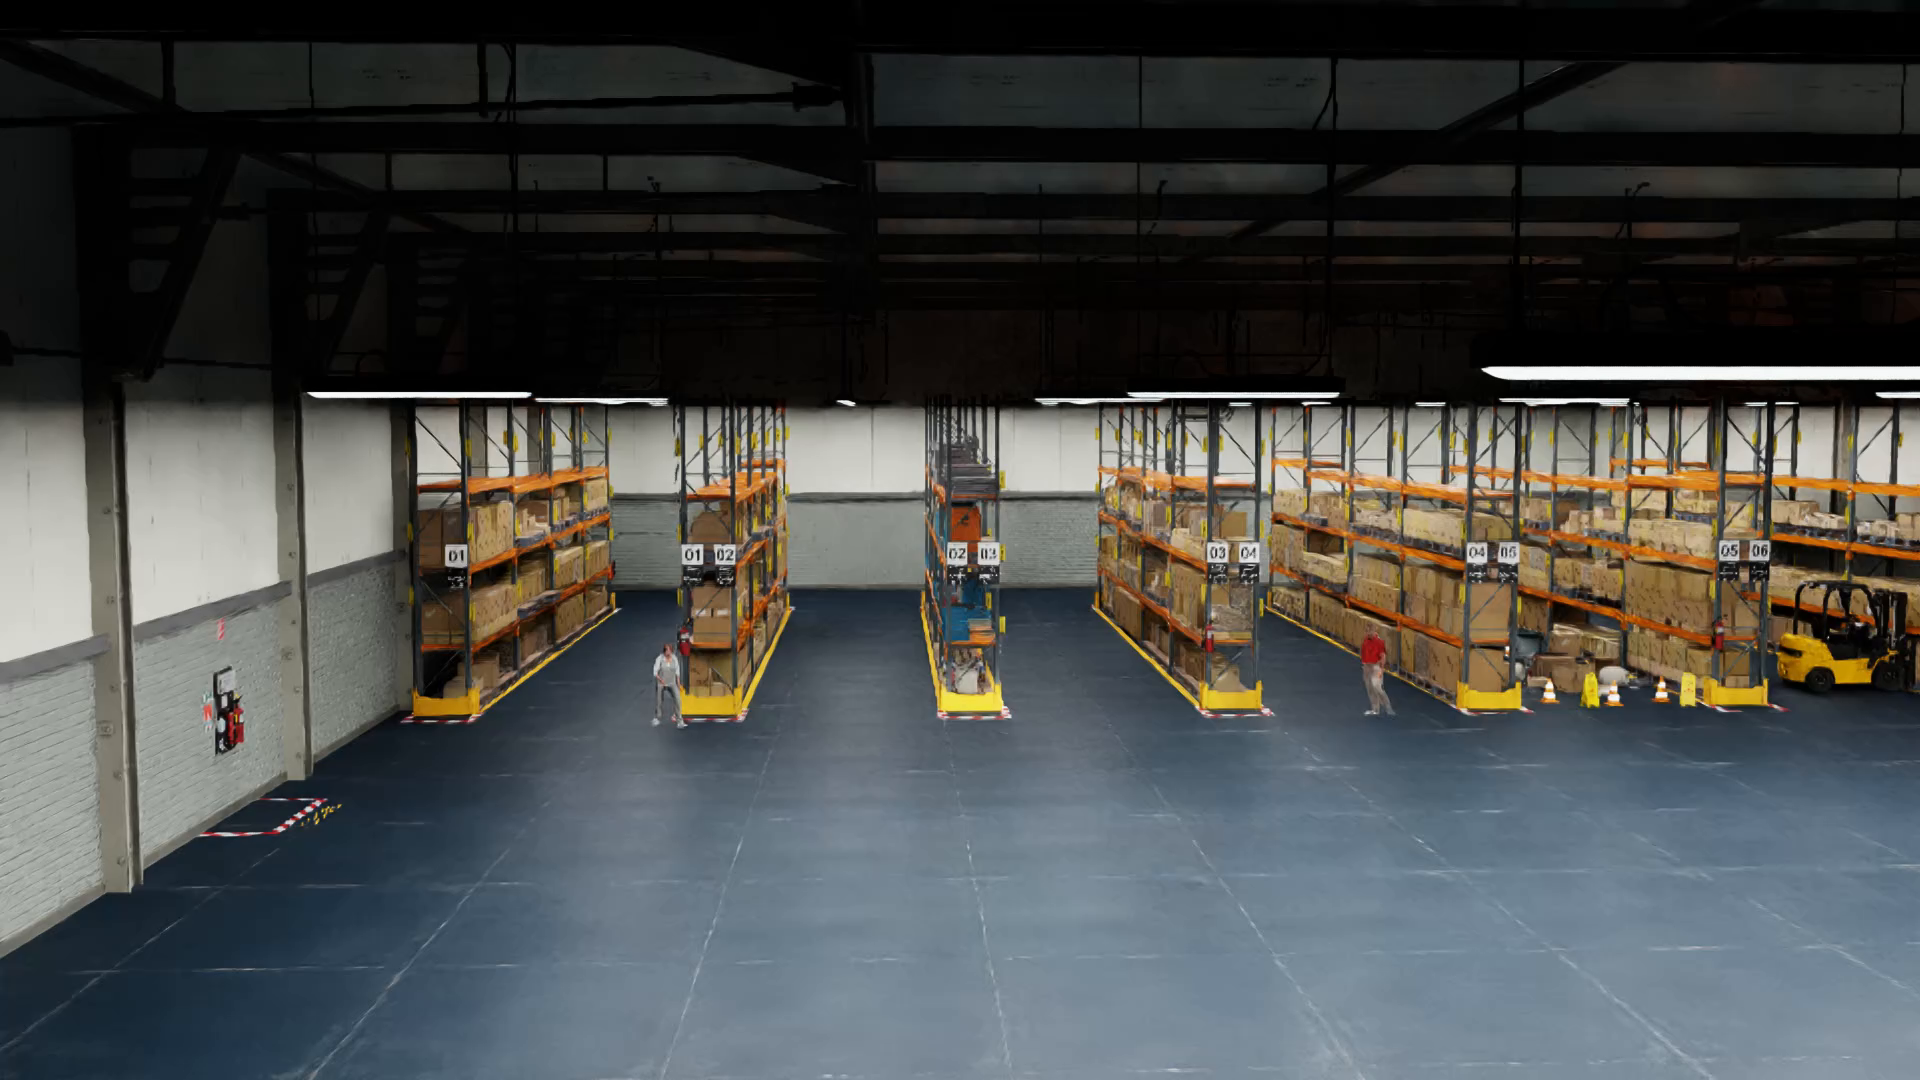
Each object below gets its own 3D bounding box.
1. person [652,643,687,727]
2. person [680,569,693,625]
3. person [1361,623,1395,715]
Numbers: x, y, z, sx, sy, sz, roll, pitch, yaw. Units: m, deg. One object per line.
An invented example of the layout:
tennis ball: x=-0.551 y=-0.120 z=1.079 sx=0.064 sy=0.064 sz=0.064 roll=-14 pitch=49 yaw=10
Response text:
person: x=-5.267 y=2.581 z=29.911 sx=0.556 sy=1.519 sz=0.759 roll=-2 pitch=5 yaw=-21
person: x=-7.181 y=1.357 z=44.163 sx=0.463 sy=1.731 sz=0.598 roll=-3 pitch=5 yaw=-30
person: x=7.760 y=2.411 z=30.943 sx=0.503 sy=1.713 sz=0.707 roll=-3 pitch=5 yaw=-30
